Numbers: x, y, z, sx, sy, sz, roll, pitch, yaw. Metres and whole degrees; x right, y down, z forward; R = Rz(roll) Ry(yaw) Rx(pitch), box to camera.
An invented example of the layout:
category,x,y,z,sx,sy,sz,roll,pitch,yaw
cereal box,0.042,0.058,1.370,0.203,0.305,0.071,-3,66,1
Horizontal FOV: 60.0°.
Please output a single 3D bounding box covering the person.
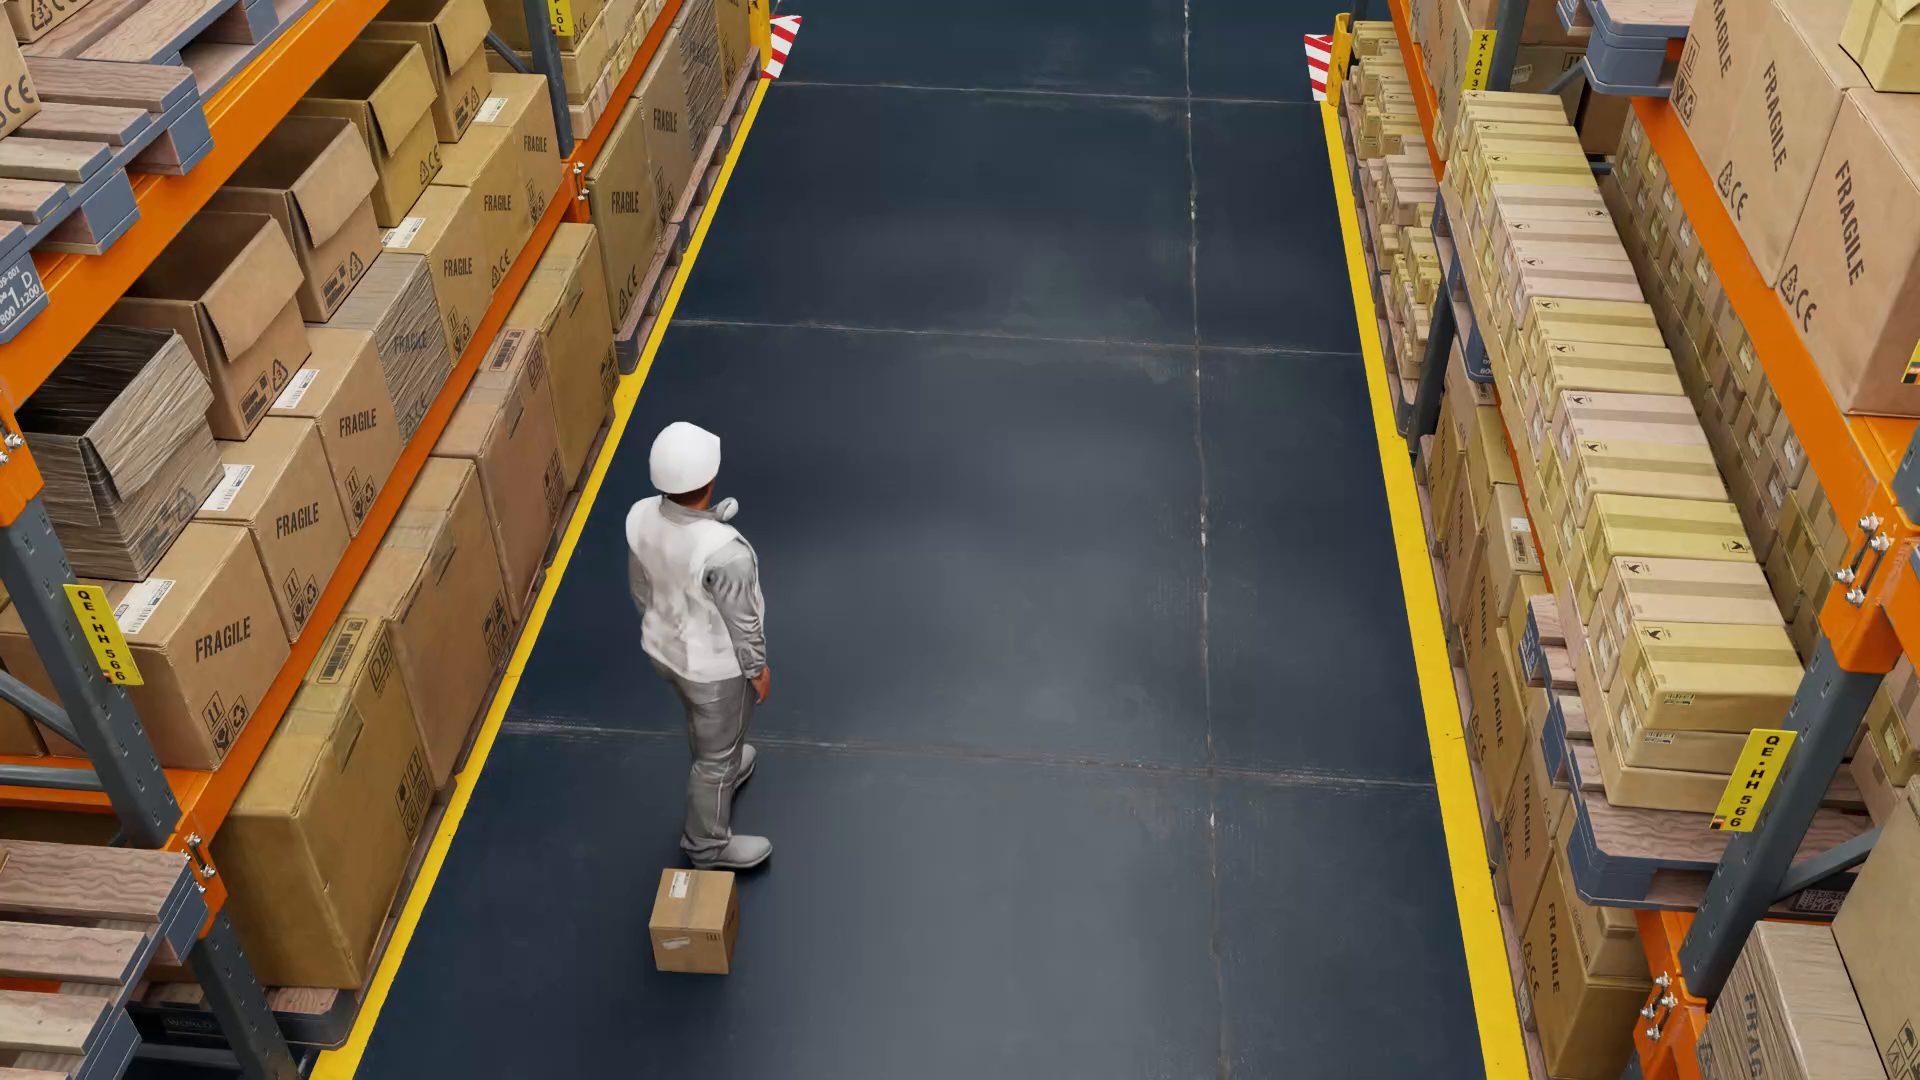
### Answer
category,x,y,z,sx,sy,sz,roll,pitch,yaw
person,-0.857,0.365,5.686,0.544,1.776,0.551,31,49,32
